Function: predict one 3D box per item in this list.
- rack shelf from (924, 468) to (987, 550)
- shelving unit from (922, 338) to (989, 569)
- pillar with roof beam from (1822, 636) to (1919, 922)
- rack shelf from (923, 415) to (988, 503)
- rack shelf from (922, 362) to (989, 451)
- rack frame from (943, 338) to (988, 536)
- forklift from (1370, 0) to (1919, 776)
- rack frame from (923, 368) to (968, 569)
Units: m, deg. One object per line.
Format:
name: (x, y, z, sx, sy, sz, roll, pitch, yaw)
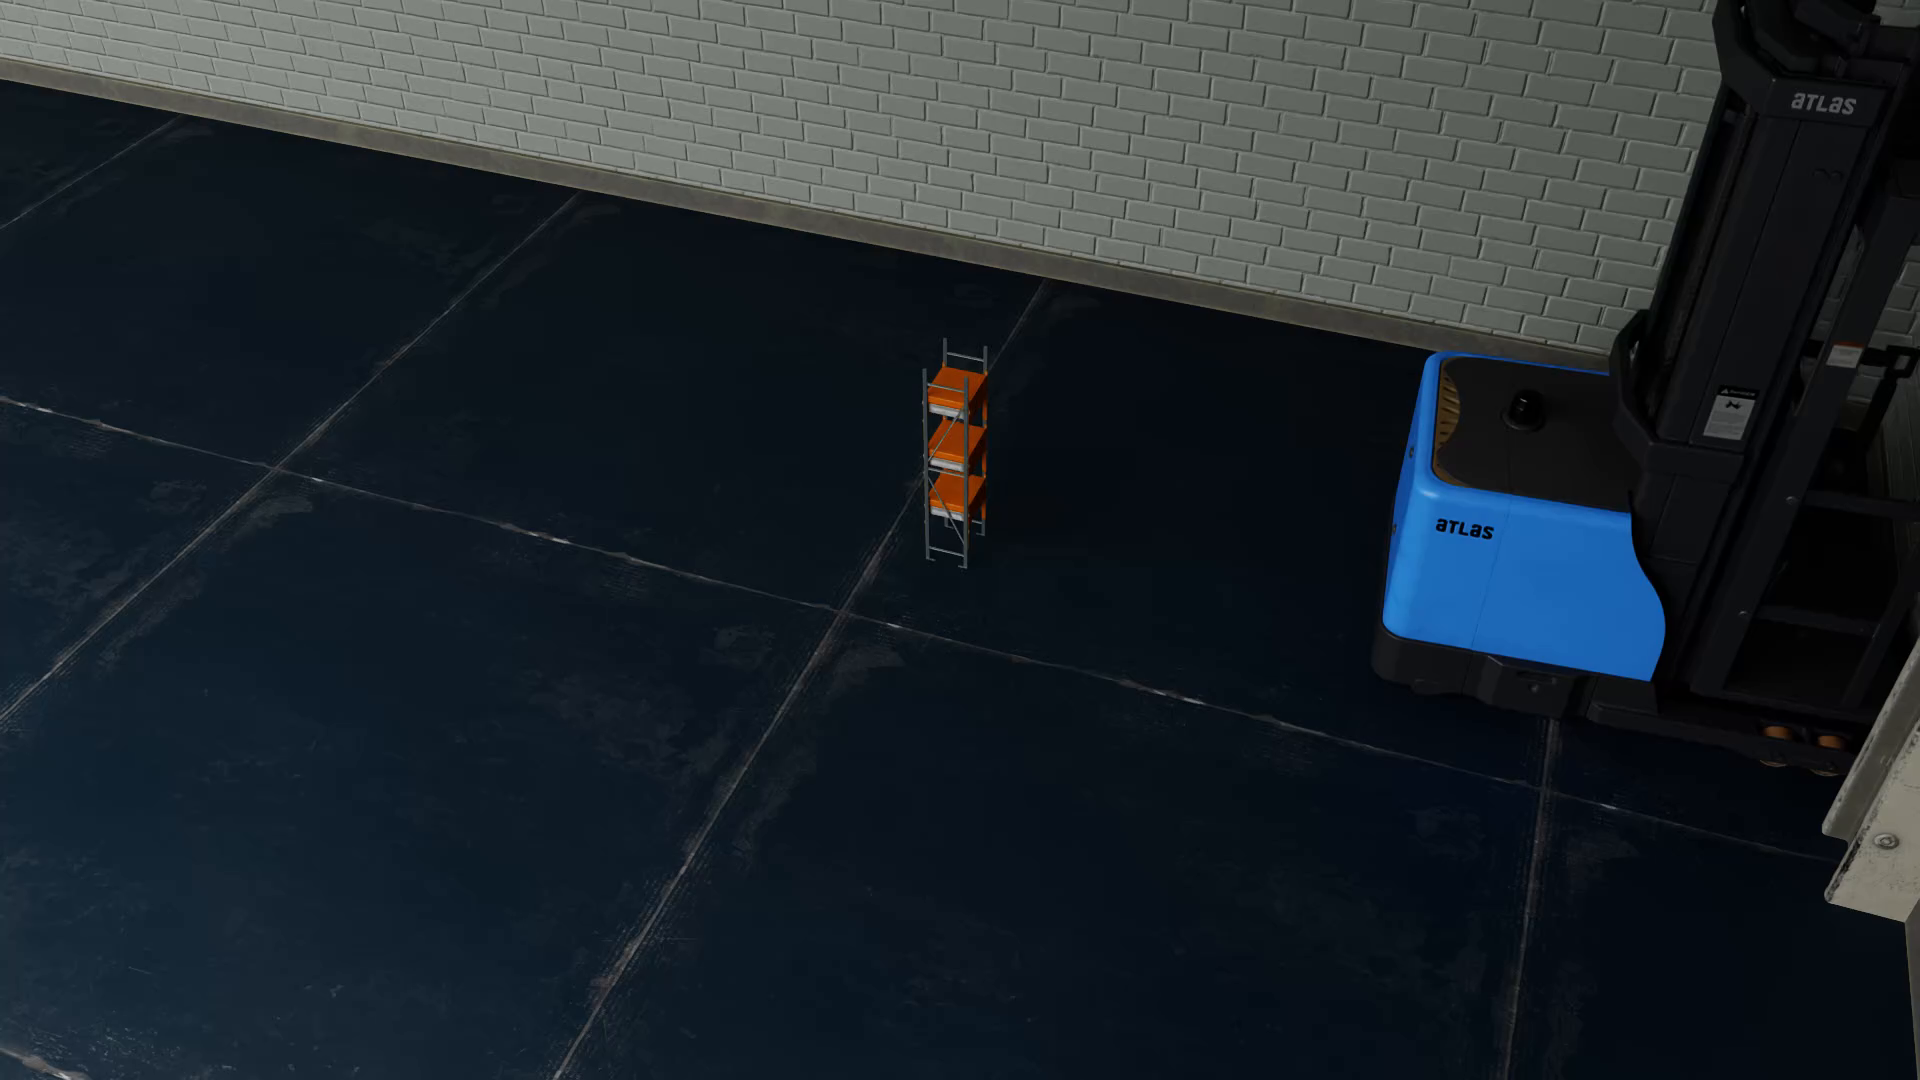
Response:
rack shelf: (-0.018, -0.147, 7.512, 0.215, 0.259, 0.240, 13, 42, 15)
shelving unit: (-0.018, -0.367, 7.325, 0.215, 1.050, 0.252, 13, 42, 15)
pillar with roof beam: (-0.639, -3.131, 4.440, 9.100, 9.000, 0.400, 13, 42, 15)
rack shelf: (-0.018, -0.359, 7.331, 0.215, 0.259, 0.240, 13, 42, 15)
rack shelf: (-0.018, -0.575, 7.147, 0.215, 0.259, 0.240, 13, 42, 15)
rack frame: (0.023, -0.441, 7.412, 0.200, 1.050, 0.008, 13, 42, 15)
forklift: (3.297, -0.562, 6.104, 3.031, 2.935, 1.130, 10, 41, 11)
rack frame: (-0.060, -0.292, 7.237, 0.200, 1.050, 0.008, 13, 42, 15)
